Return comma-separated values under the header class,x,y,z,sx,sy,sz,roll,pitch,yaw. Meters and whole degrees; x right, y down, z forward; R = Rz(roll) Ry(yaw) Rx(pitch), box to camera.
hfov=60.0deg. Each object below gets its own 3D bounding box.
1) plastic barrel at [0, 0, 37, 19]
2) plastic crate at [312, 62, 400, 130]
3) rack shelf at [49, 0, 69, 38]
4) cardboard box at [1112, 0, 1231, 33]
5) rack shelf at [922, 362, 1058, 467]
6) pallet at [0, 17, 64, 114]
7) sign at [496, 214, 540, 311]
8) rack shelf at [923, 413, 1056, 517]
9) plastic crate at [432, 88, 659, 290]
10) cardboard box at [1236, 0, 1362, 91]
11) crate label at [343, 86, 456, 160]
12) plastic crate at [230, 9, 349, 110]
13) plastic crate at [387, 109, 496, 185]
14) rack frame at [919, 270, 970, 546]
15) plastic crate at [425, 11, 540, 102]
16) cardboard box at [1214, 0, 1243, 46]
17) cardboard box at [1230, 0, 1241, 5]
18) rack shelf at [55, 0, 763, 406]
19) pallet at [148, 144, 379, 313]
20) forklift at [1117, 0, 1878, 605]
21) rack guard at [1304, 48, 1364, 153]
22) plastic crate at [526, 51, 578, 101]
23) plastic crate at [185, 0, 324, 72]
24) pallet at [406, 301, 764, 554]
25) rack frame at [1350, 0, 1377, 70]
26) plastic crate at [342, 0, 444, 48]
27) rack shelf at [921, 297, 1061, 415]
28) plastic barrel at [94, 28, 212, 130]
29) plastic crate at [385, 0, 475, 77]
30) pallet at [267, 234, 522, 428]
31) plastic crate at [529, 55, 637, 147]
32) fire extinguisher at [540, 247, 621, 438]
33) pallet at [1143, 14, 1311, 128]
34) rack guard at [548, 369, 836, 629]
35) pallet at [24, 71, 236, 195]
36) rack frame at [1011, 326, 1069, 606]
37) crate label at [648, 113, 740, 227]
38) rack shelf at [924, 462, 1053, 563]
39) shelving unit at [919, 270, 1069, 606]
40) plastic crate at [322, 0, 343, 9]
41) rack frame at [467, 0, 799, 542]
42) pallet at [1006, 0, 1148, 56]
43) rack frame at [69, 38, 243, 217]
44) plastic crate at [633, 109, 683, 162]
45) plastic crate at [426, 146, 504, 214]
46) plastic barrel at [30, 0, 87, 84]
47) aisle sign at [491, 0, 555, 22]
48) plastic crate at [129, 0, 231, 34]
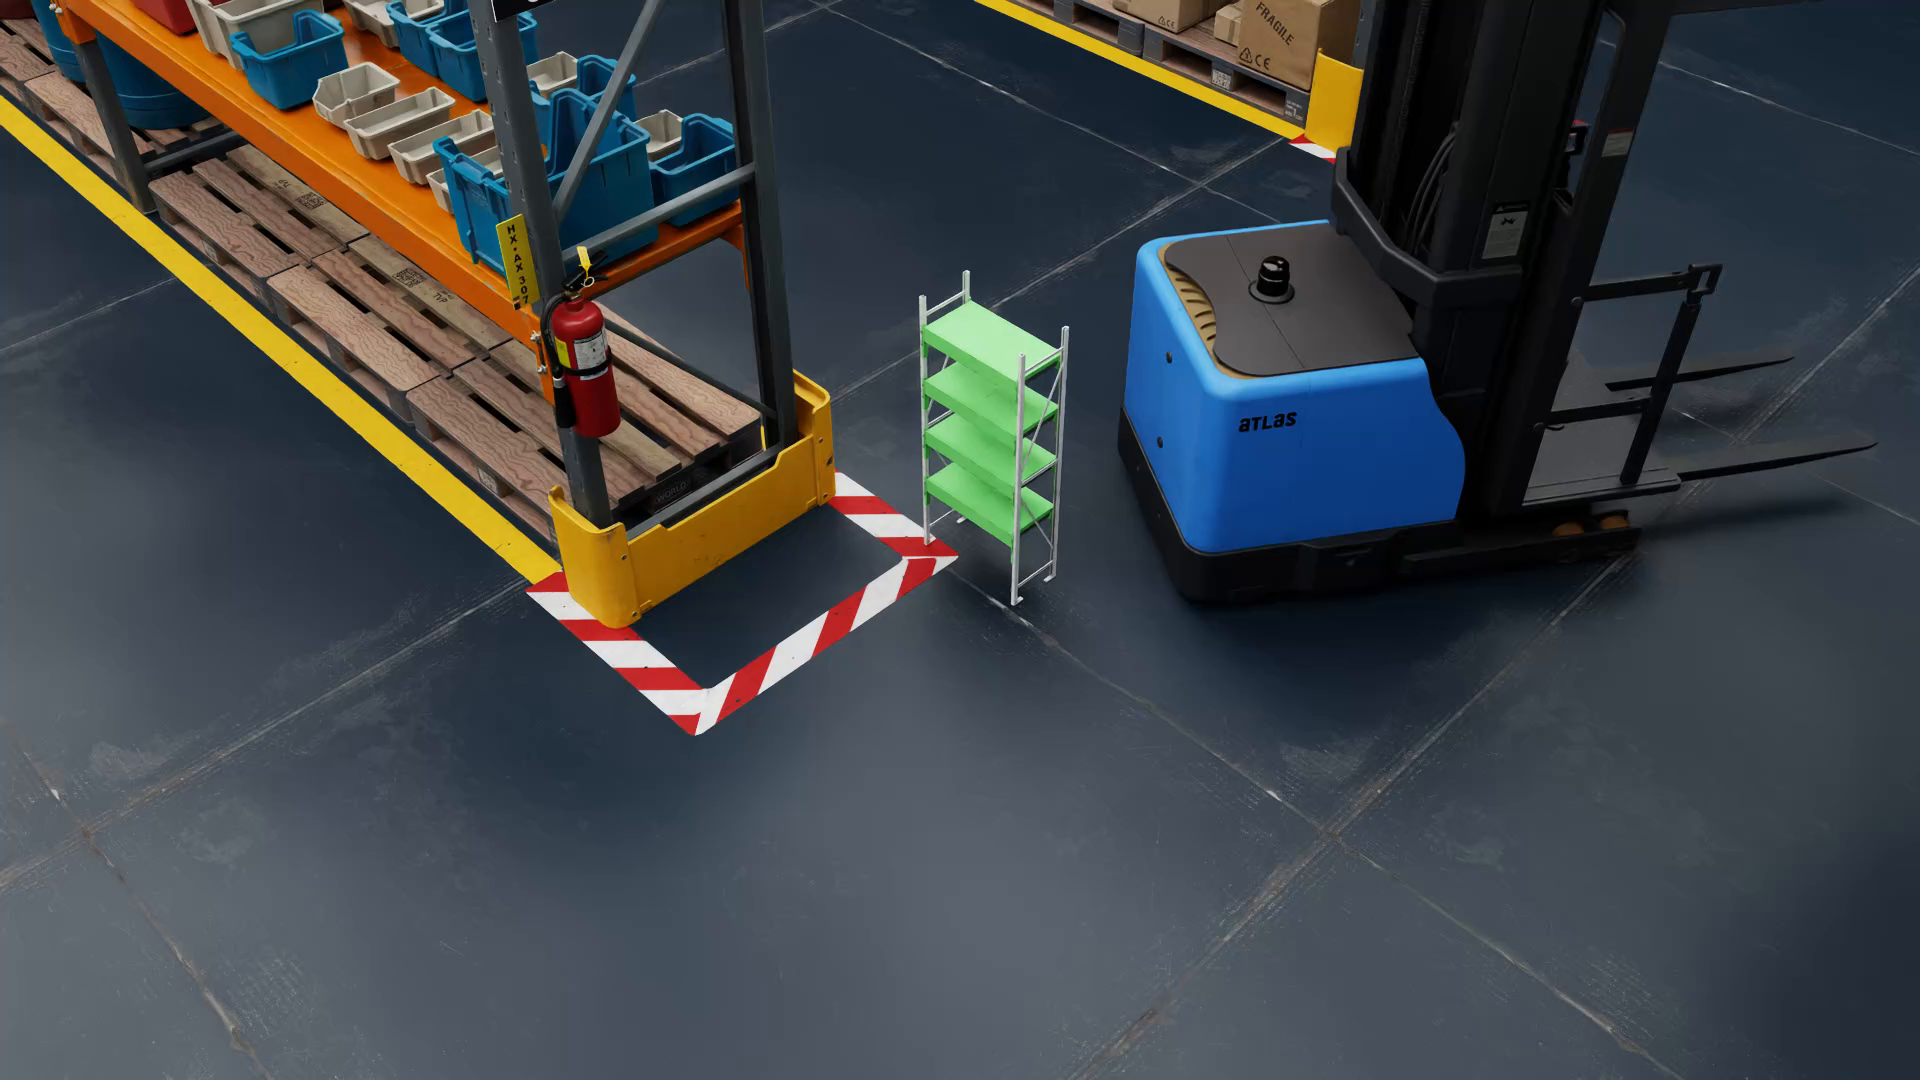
class,x,y,z,sx,sy,sz,roll,pitch,yaw
plastic barrel,-5.548,-3.453,9.744,0.600,0.588,0.708,-34,53,-31
plastic crate,-2.388,-1.741,6.574,0.298,0.136,0.250,-34,53,-31
rack shelf,-5.290,-3.728,9.105,1.077,0.370,4.000,-34,53,-31
cardboard box,1.249,-3.247,9.756,0.500,0.250,0.500,-34,53,-31
rack shelf,0.117,-0.490,6.137,0.258,0.148,0.480,-34,53,-31
pallet,-5.259,-2.984,9.824,1.003,0.211,1.213,-34,53,-31
sign,-1.431,-0.898,5.391,0.100,0.325,0.005,-34,53,-31
rack shelf,0.117,-0.314,6.300,0.258,0.148,0.480,-34,53,-31
plastic crate,-1.422,-1.216,5.785,0.616,0.435,0.499,-34,53,-31
cardboard box,1.898,-2.868,9.162,0.500,0.500,0.500,-34,53,-31
crate label,-2.166,-1.608,6.430,0.396,0.136,0.243,-34,53,-31
plastic crate,-2.685,-1.934,6.712,0.416,0.233,0.300,-34,53,-31
plastic crate,-1.952,-1.486,6.298,0.396,0.136,0.243,-34,53,-31
rack frame,-0.055,-0.478,6.384,0.240,1.200,0.015,-34,53,-31
plastic crate,-1.924,-1.979,6.761,0.416,0.233,0.300,-34,53,-31
cardboard box,1.676,-2.984,9.532,0.380,0.166,0.250,-34,53,-31
cardboard box,1.920,-3.271,9.781,0.500,0.250,0.500,-34,53,-31
rack shelf,-2.465,-1.806,7.025,1.077,0.370,4.000,-34,53,-31
pallet,-3.331,-1.673,8.405,1.003,0.211,1.213,-34,53,-31
forklift,2.238,-1.330,6.030,3.031,2.935,1.130,-8,43,-8
rack guard,2.403,-2.600,9.195,1.175,0.500,0.348,-34,53,-31
plastic crate,-1.641,-1.831,6.671,0.250,0.136,0.298,-34,53,-31
plastic crate,-2.930,-2.188,6.951,0.437,0.282,0.530,-34,53,-31
pallet,-1.608,-0.500,7.136,1.003,0.211,1.213,-34,53,-31
rack frame,2.457,-3.482,8.308,1.000,3.000,0.127,-34,53,-31
plastic crate,-2.435,-2.264,7.140,0.293,0.136,0.466,-34,53,-31
rack shelf,0.117,-0.667,5.974,0.258,0.148,0.480,-34,53,-31
plastic barrel,-4.250,-2.685,8.682,0.600,0.901,0.708,-34,53,-31
plastic crate,-2.136,-2.123,6.917,0.416,0.233,0.300,-34,53,-31
pallet,-2.465,-1.086,7.770,1.003,0.211,1.213,-34,53,-31
plastic crate,-1.459,-1.663,6.418,0.416,0.233,0.300,-34,53,-31
fire extinguisher,-1.268,-0.654,5.579,0.296,0.674,0.183,-34,53,-31
pallet,1.839,-2.877,9.708,1.003,0.211,1.213,-34,53,-31
rack guard,-1.027,-0.186,6.583,1.175,0.500,0.348,-34,53,-31
pallet,-4.393,-2.398,9.190,1.003,0.211,1.213,-34,53,-31
rack frame,0.289,-0.244,6.130,0.240,1.200,0.015,-34,53,-31
crate label,-0.994,-1.346,6.076,0.416,0.233,0.303,-34,53,-31
rack shelf,0.117,-0.138,6.463,0.258,0.148,0.480,-34,53,-31
shelving unit,0.117,-0.361,6.257,0.258,1.200,0.503,-34,53,-31
plastic crate,-2.897,-2.543,7.451,0.437,0.125,0.590,-34,53,-31
rack frame,-1.053,-1.109,5.740,1.000,3.000,0.127,-34,53,-31
pallet,0.982,-3.463,10.342,1.003,0.211,1.213,-34,53,-31
rack frame,-3.878,-3.032,7.820,1.000,3.000,0.127,-34,53,-31
plastic crate,-1.162,-1.505,6.318,0.250,0.136,0.298,-34,53,-31
plastic crate,-1.757,-1.340,6.140,0.396,0.136,0.243,-34,53,-31
plastic barrel,-4.750,-3.025,9.050,0.600,0.901,0.708,-34,53,-31
aisle sign,-1.210,-1.889,4.669,0.394,0.787,0.004,-34,53,-31
plastic crate,-3.425,-2.528,7.184,0.402,0.464,0.583,-34,53,-31
